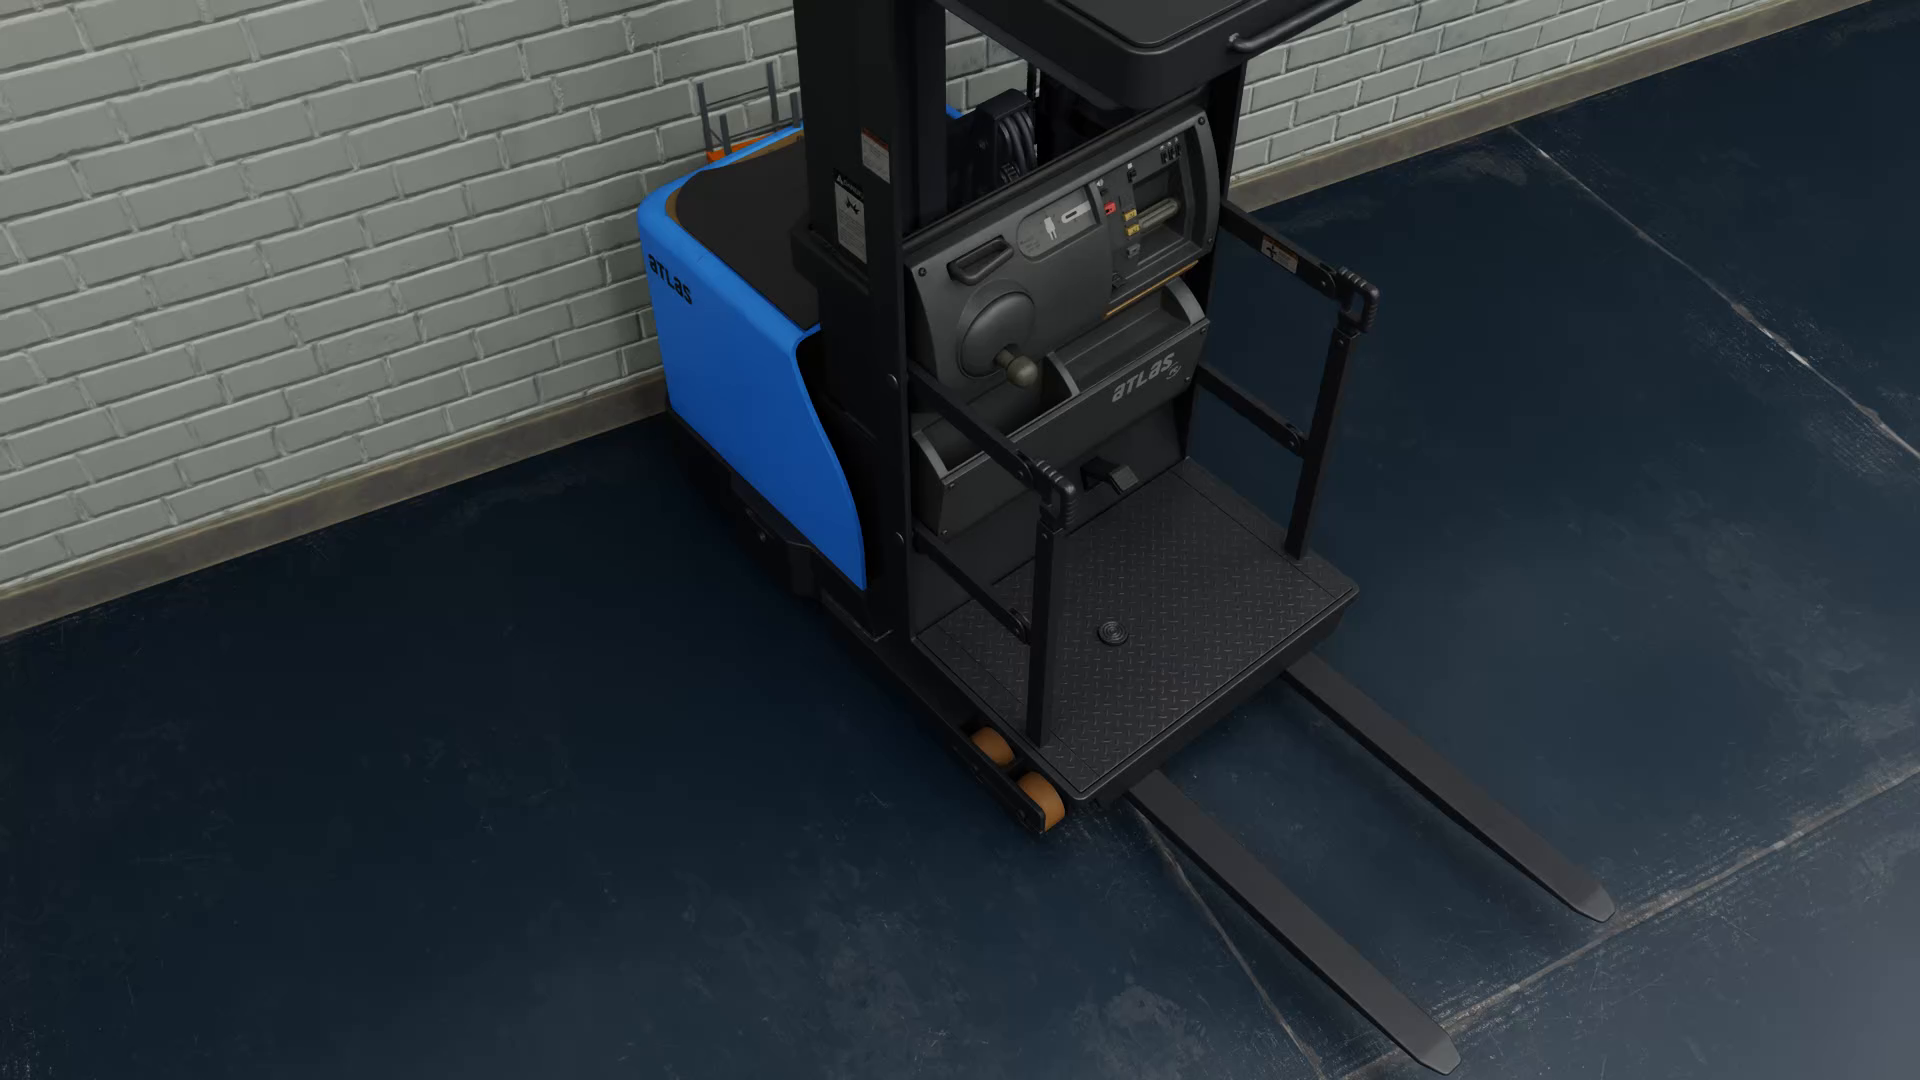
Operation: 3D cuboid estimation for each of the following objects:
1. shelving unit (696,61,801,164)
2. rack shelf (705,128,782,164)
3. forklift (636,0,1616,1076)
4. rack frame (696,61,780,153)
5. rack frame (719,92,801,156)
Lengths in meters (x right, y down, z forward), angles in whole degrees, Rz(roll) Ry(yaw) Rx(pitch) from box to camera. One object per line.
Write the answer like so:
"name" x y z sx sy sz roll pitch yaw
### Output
"shelving unit" -0.606 -0.914 5.269 0.258 1.200 0.189 -22 52 -17
"rack shelf" -0.614 -1.122 5.032 0.258 0.103 0.180 -22 52 -17
"forklift" 0.407 -0.604 3.831 1.130 2.935 3.031 -33 56 -25
"rack frame" -0.648 -0.975 5.323 0.240 1.200 0.006 -22 52 -17
"rack frame" -0.564 -0.854 5.215 0.240 1.200 0.006 -22 52 -17
